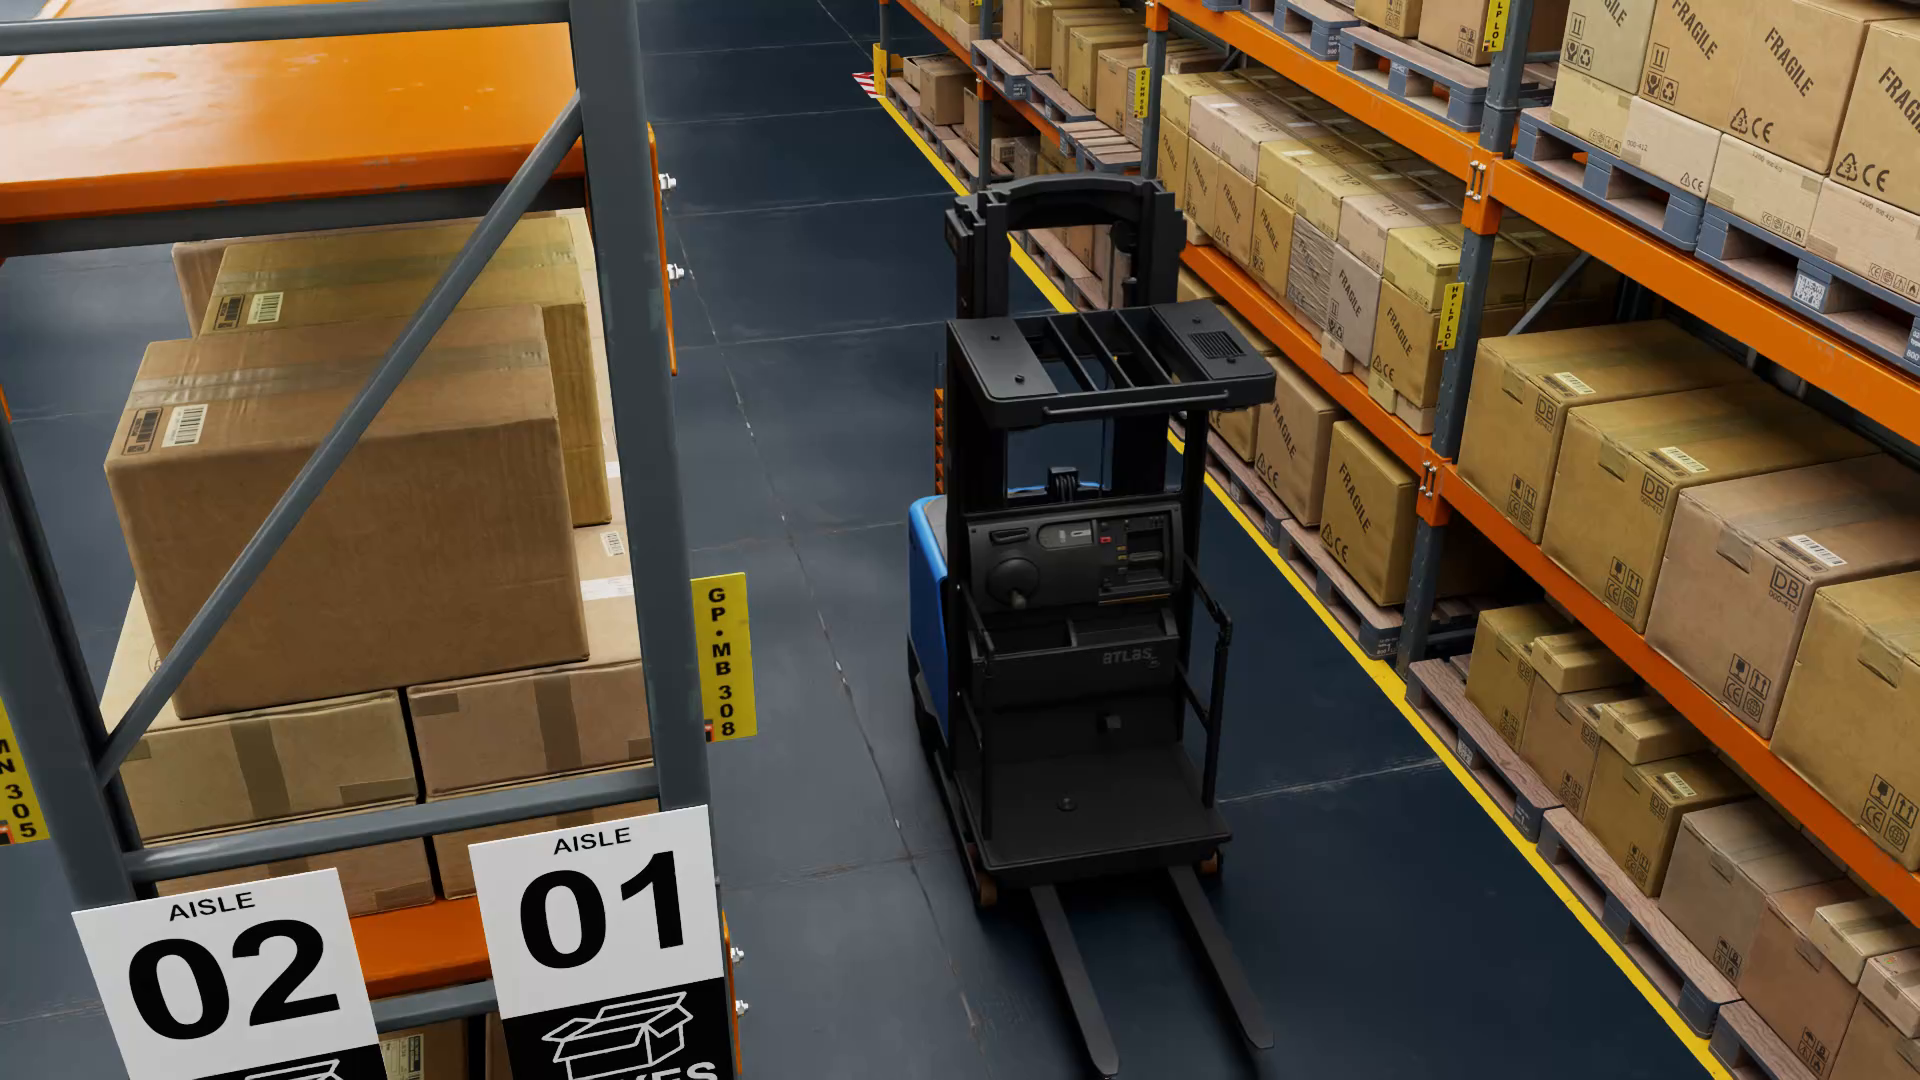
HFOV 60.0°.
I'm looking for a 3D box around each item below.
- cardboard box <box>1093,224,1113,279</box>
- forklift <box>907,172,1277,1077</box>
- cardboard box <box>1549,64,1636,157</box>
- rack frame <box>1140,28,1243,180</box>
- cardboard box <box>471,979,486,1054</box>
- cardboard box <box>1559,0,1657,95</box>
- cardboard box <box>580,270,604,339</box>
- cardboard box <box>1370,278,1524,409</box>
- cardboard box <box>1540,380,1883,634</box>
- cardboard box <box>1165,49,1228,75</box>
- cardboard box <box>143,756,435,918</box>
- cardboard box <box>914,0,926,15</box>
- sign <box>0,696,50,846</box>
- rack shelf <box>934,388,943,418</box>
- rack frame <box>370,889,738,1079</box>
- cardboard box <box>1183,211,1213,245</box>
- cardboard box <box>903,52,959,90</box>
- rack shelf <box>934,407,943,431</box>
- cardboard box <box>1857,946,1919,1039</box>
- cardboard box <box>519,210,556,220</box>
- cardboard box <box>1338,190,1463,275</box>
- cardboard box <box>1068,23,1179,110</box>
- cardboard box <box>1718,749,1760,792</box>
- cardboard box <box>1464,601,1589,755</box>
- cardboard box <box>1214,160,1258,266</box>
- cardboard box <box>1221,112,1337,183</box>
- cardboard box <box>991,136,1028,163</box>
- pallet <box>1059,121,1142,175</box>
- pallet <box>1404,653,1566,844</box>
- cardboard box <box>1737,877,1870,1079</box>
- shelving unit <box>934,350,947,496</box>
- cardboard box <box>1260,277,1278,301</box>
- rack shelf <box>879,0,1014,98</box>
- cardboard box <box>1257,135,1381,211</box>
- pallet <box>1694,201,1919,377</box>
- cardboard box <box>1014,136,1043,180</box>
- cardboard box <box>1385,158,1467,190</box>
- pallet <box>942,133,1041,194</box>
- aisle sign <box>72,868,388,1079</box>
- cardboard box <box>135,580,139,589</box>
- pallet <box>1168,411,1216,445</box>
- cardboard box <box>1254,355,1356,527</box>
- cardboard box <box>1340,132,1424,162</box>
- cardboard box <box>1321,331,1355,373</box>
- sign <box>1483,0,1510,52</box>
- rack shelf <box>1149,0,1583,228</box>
[{"bbox_3d":[1.465,-2.289,12.997,0.700,0.500,0.500,-8,31,-13],"label":"cardboard box"},{"bbox_3d":[0.540,0.122,6.845,1.130,2.935,3.031,-6,31,-10],"label":"forklift"},{"bbox_3d":[2.722,-1.733,6.617,0.500,0.250,0.500,-8,31,-13],"label":"cardboard box"},{"bbox_3d":[1.731,-2.575,11.436,1.000,3.000,0.127,-8,31,-13],"label":"rack frame"},{"bbox_3d":[-1.439,1.051,4.073,0.500,0.500,0.500,-7,31,-12],"label":"cardboard box"},{"bbox_3d":[2.711,-2.044,6.407,0.500,0.500,0.500,-8,31,-14],"label":"cardboard box"},{"bbox_3d":[-1.200,-0.508,4.521,0.500,0.250,0.500,-8,31,-13],"label":"cardboard box"},{"bbox_3d":[2.427,-1.013,8.321,0.500,0.500,0.500,-8,31,-14],"label":"cardboard box"},{"bbox_3d":[3.109,-0.156,6.956,0.980,0.700,0.700,-9,31,-15],"label":"cardboard box"},{"bbox_3d":[1.610,-3.252,11.419,0.380,0.149,0.250,-12,32,-20],"label":"cardboard box"},{"bbox_3d":[-1.311,0.503,3.273,0.500,0.250,0.500,-8,31,-13],"label":"cardboard box"},{"bbox_3d":[-0.156,-5.365,16.385,0.500,0.250,0.500,-8,31,-13],"label":"cardboard box"},{"bbox_3d":[-1.461,0.332,2.535,0.100,0.325,0.005,-8,31,-13],"label":"sign"},{"bbox_3d":[-0.004,-0.799,9.535,0.258,0.103,0.180,-8,31,-13],"label":"rack shelf"},{"bbox_3d":[-0.921,1.949,3.619,1.000,3.000,0.127,-8,31,-13],"label":"rack frame"},{"bbox_3d":[1.642,-2.023,10.712,0.380,0.149,0.250,-7,31,-12],"label":"cardboard box"},{"bbox_3d":[-0.296,-5.119,18.076,0.500,0.311,0.500,-11,32,-19],"label":"cardboard box"},{"bbox_3d":[-0.004,-0.696,9.595,0.258,0.103,0.180,-8,31,-13],"label":"rack shelf"},{"bbox_3d":[3.362,1.546,5.745,0.380,0.149,0.250,-8,31,-14],"label":"cardboard box"},{"bbox_3d":[-1.403,-0.805,4.285,0.700,0.500,0.500,-8,31,-13],"label":"cardboard box"},{"bbox_3d":[2.295,-1.588,8.565,0.500,0.250,0.500,-7,31,-12],"label":"cardboard box"},{"bbox_3d":[1.244,-3.633,12.725,0.700,0.500,0.500,-8,31,-13],"label":"cardboard box"},{"bbox_3d":[3.393,0.883,6.890,0.380,0.149,0.250,-8,31,-14],"label":"cardboard box"},{"bbox_3d":[2.892,0.632,7.971,0.700,0.500,0.500,-7,31,-13],"label":"cardboard box"},{"bbox_3d":[1.874,-1.993,10.013,0.500,0.500,0.500,-8,31,-13],"label":"cardboard box"},{"bbox_3d":[1.883,-2.326,9.841,0.500,0.250,0.500,-8,31,-13],"label":"cardboard box"},{"bbox_3d":[0.498,-3.726,15.812,0.380,0.166,0.250,-12,32,-20],"label":"cardboard box"},{"bbox_3d":[1.439,-2.822,12.054,1.213,0.211,1.003,-8,31,-13],"label":"pallet"},{"bbox_3d":[2.919,0.941,8.144,1.003,0.211,1.213,-8,31,-13],"label":"pallet"},{"bbox_3d":[3.439,1.622,6.260,0.700,0.500,0.500,-8,31,-13],"label":"cardboard box"},{"bbox_3d":[-0.004,-0.526,9.693,0.258,1.200,0.189,-8,31,-13],"label":"shelving unit"},{"bbox_3d":[2.013,-1.546,9.888,0.380,0.149,0.250,-8,31,-13],"label":"cardboard box"},{"bbox_3d":[0.138,-5.162,16.622,1.077,0.370,4.000,-8,31,-13],"label":"rack shelf"},{"bbox_3d":[2.024,-2.081,9.416,0.500,0.250,0.500,-8,31,-14],"label":"cardboard box"},{"bbox_3d":[3.320,-0.918,5.667,1.003,0.211,1.213,-8,31,-13],"label":"pallet"},{"bbox_3d":[0.881,-3.262,14.679,0.700,0.500,0.500,-7,31,-12],"label":"cardboard box"},{"bbox_3d":[2.638,-1.898,9.101,0.500,0.250,0.500,-9,31,-15],"label":"cardboard box"},{"bbox_3d":[0.457,-3.620,16.024,1.003,0.211,1.213,-8,31,-13],"label":"pallet"},{"bbox_3d":[-1.198,0.898,2.841,0.394,0.787,0.004,-8,31,-13],"label":"aisle sign"},{"bbox_3d":[-1.436,0.044,3.567,0.500,0.250,0.500,-8,31,-13],"label":"cardboard box"},{"bbox_3d":[1.867,-0.977,11.459,1.003,0.211,1.213,-8,31,-13],"label":"pallet"},{"bbox_3d":[2.256,-0.620,9.785,0.750,0.750,0.750,-7,31,-12],"label":"cardboard box"},{"bbox_3d":[2.504,-2.151,9.538,0.500,0.250,0.500,-9,31,-14],"label":"cardboard box"},{"bbox_3d":[2.188,-1.038,9.012,0.380,0.149,0.250,-8,31,-13],"label":"cardboard box"},{"bbox_3d":[2.272,-2.224,7.005,0.100,0.325,0.005,-8,31,-13],"label":"sign"},{"bbox_3d":[2.262,-2.596,9.196,1.077,0.370,4.000,-8,31,-13],"label":"rack shelf"}]
